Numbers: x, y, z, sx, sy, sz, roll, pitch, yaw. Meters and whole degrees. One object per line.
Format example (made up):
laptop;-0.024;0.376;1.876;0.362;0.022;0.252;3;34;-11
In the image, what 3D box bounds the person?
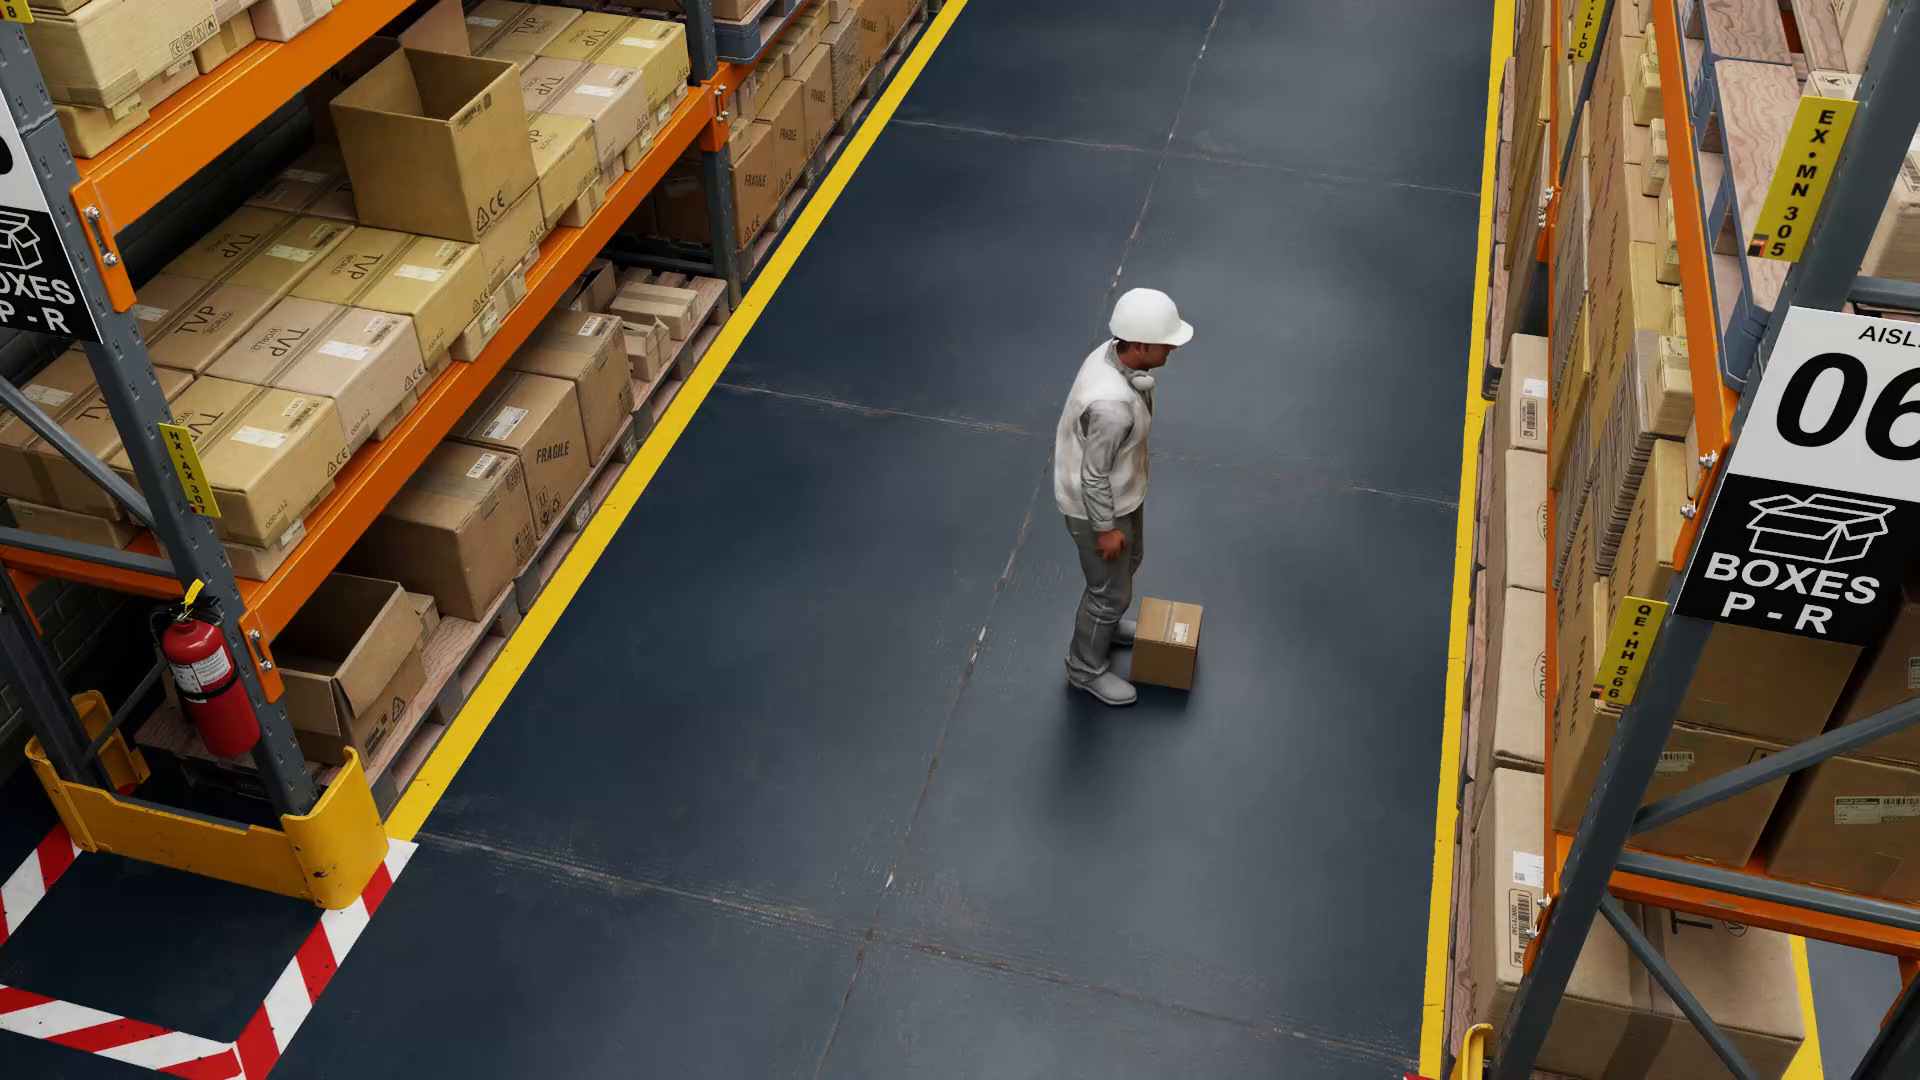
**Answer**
person;0.587;-0.185;6.355;0.461;1.767;0.581;8;41;10
